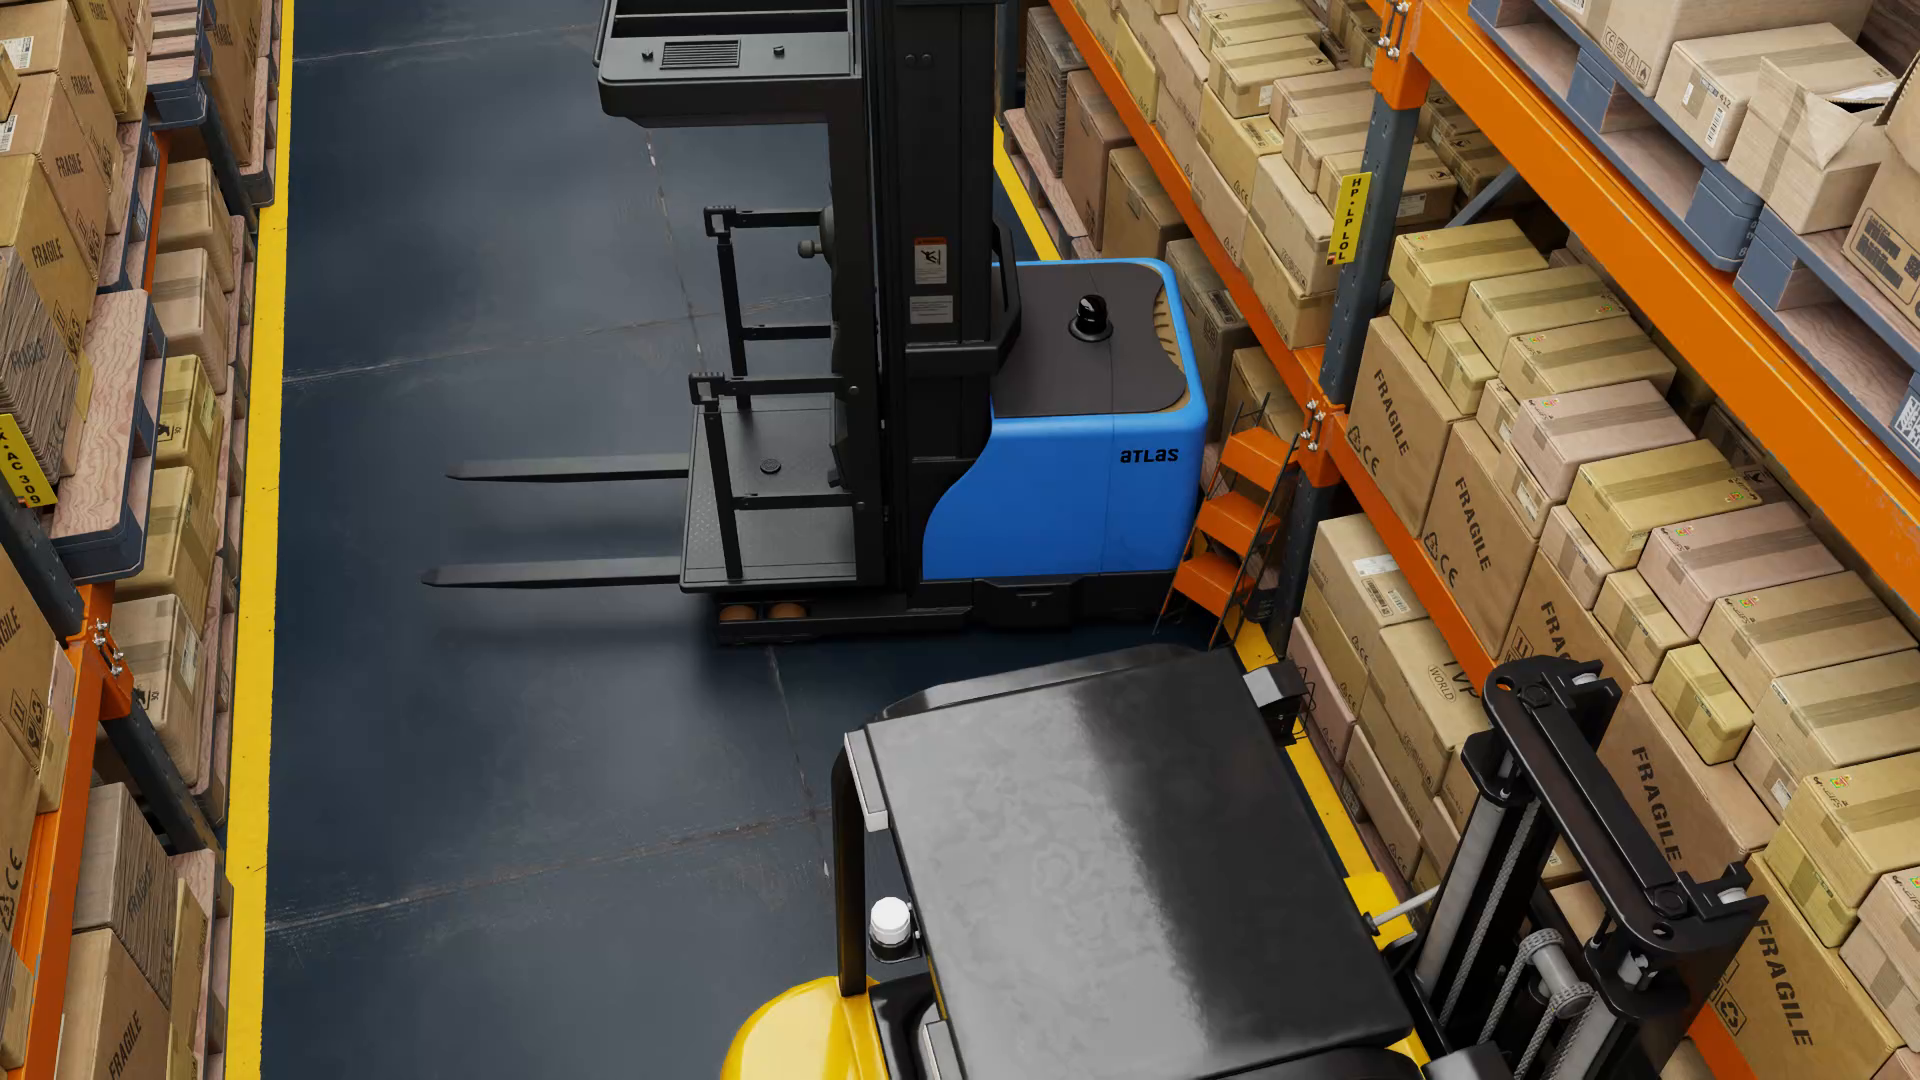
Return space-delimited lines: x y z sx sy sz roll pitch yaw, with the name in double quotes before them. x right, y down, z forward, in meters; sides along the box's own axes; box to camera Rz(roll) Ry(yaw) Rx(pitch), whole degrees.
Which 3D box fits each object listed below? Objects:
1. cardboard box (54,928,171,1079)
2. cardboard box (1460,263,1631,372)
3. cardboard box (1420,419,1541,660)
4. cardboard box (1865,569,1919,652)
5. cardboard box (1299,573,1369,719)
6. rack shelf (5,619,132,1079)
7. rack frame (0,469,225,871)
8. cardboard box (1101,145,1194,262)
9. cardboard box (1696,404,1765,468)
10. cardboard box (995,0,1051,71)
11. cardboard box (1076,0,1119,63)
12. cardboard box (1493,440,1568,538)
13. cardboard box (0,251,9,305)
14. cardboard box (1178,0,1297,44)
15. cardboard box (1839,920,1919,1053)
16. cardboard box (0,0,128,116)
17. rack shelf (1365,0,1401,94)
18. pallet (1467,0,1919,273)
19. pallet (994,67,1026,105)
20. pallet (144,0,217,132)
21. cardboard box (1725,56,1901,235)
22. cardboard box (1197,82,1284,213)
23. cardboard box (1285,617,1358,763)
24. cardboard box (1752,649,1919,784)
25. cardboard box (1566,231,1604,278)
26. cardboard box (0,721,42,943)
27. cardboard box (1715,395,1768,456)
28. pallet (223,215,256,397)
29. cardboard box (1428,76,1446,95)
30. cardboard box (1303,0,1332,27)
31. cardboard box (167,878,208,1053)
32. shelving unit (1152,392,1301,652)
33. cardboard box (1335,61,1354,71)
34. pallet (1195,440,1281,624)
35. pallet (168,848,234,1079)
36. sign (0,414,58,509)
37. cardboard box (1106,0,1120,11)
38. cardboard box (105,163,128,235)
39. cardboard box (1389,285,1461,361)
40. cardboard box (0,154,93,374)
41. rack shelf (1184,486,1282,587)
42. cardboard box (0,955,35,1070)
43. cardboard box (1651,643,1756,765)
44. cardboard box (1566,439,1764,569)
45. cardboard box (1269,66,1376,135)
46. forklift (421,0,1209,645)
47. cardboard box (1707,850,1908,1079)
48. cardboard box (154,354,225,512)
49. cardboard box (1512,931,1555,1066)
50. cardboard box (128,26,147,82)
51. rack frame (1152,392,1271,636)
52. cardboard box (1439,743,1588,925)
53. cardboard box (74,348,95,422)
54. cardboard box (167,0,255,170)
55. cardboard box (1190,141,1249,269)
"cardboard box" -2.536 1.461 4.575 0.500 0.500 0.500 -10 46 -10
"cardboard box" 1.685 -0.644 4.799 0.380 0.149 0.250 -10 46 -10
"cardboard box" 1.729 -0.037 4.867 0.500 0.500 0.500 -10 46 -10
"cardboard box" 2.424 0.157 4.014 0.380 0.149 0.250 -9 46 -9
"cardboard box" 1.544 0.318 5.870 0.500 0.250 0.500 -11 47 -11
"rack shelf" -2.567 1.830 3.611 1.077 0.370 4.000 -11 47 -10
"rack frame" -3.079 0.197 4.707 1.000 3.000 0.127 -11 47 -10
"cardboard box" 1.188 -1.443 7.683 0.875 0.625 0.625 -12 47 -12
"cardboard box" 2.310 -0.277 4.648 0.380 0.149 0.250 -10 47 -10
"cardboard box" 0.379 -2.999 9.296 0.500 0.500 0.500 -9 46 -9
"cardboard box" 0.835 -2.368 7.327 0.500 0.250 0.500 -12 47 -12
"cardboard box" 1.699 -0.169 4.542 0.380 0.149 0.250 -10 46 -9
"cardboard box" -2.857 -0.705 4.565 0.380 0.149 0.250 -11 47 -10
"cardboard box" 1.061 -2.047 6.382 0.380 0.149 0.250 -10 46 -10
"cardboard box" 2.115 0.888 3.506 0.380 0.149 0.250 -12 47 -12
"cardboard box" -3.444 -1.884 6.175 0.500 0.500 0.500 -14 47 -13
"rack shelf" 1.207 -2.892 6.138 1.077 0.370 4.000 -11 47 -10
"pallet" 1.962 -1.148 3.987 1.003 0.211 1.213 -11 47 -10
"pallet" 0.540 -3.021 9.813 1.003 0.211 1.213 -11 47 -10
"pallet" -3.817 -2.025 7.019 1.213 0.211 1.003 -11 47 -10
"cardboard box" 1.805 -0.817 3.331 0.396 0.266 0.258 -12 47 -11
"cardboard box" 1.207 -1.481 6.107 0.500 0.250 0.500 -12 47 -11
"cardboard box" 1.522 0.497 6.044 0.500 0.250 0.500 -10 46 -10
"cardboard box" 2.049 0.416 3.760 0.380 0.149 0.250 -10 46 -10
"cardboard box" 2.092 -0.914 5.064 0.380 0.149 0.250 -11 47 -10
"cardboard box" -2.586 0.674 3.962 0.500 0.500 0.500 -9 46 -9
"cardboard box" 2.322 -0.391 4.552 0.380 0.149 0.250 -12 47 -11
"pallet" -3.904 -1.048 7.880 1.003 0.211 1.213 -11 47 -10
"cardboard box" 1.755 -1.624 5.968 0.380 0.149 0.250 -11 47 -10
"cardboard box" 1.561 -2.147 6.480 0.380 0.149 0.250 -11 47 -11
"cardboard box" -2.668 1.372 5.187 0.500 0.250 0.500 -9 46 -9
"shelving unit" 1.039 -0.025 6.278 0.252 1.050 0.215 35 35 29
"cardboard box" 1.718 -1.581 6.205 0.500 0.250 0.500 -11 47 -11
"pallet" 1.492 -0.238 7.086 1.003 0.211 1.213 -11 47 -10
"pallet" -2.873 1.631 5.255 1.003 0.211 1.213 -11 47 -10
"sign" -2.556 -0.210 4.500 0.100 0.325 0.005 -11 47 -10
"cardboard box" 0.816 -2.535 7.140 0.500 0.250 0.500 -12 47 -11
"cardboard box" -3.222 -1.206 5.964 0.380 0.149 0.250 -9 46 -9
"cardboard box" 1.546 -0.707 5.069 0.380 0.149 0.250 -11 47 -11
"cardboard box" -3.050 -0.811 5.123 0.500 0.500 0.500 -11 47 -10
"rack shelf" 1.036 -0.016 6.283 0.240 0.259 0.215 35 35 29
"cardboard box" -2.439 1.152 3.947 0.380 0.149 0.250 -11 47 -11
"cardboard box" 1.922 0.365 4.019 0.380 0.149 0.250 -12 47 -11
"cardboard box" 1.801 -0.095 4.262 0.380 0.149 0.250 -11 47 -11
"cardboard box" 1.321 -1.523 5.869 0.380 0.149 0.250 -11 47 -10
"forklift" -0.624 -1.001 5.930 3.031 2.935 1.130 -2 46 -2
"cardboard box" 2.107 1.009 3.842 0.500 0.500 0.500 -12 47 -11
"cardboard box" -3.582 -0.367 6.806 0.950 0.372 0.625 -9 46 -9
"cardboard box" 1.921 1.364 4.845 0.500 0.250 0.500 -11 47 -10
"cardboard box" -3.488 -1.927 6.671 0.380 0.149 0.250 -13 47 -12
"rack frame" 0.952 -0.086 6.337 0.008 1.050 0.200 35 35 29
"cardboard box" 1.799 0.840 5.008 0.500 0.250 0.500 -9 46 -9
"cardboard box" -2.970 -0.475 5.248 0.380 0.149 0.250 -10 46 -9
"cardboard box" -4.199 -2.460 8.505 0.875 0.875 0.875 -11 47 -11
"cardboard box" 1.203 -1.306 6.286 0.500 0.250 0.500 -11 47 -11
